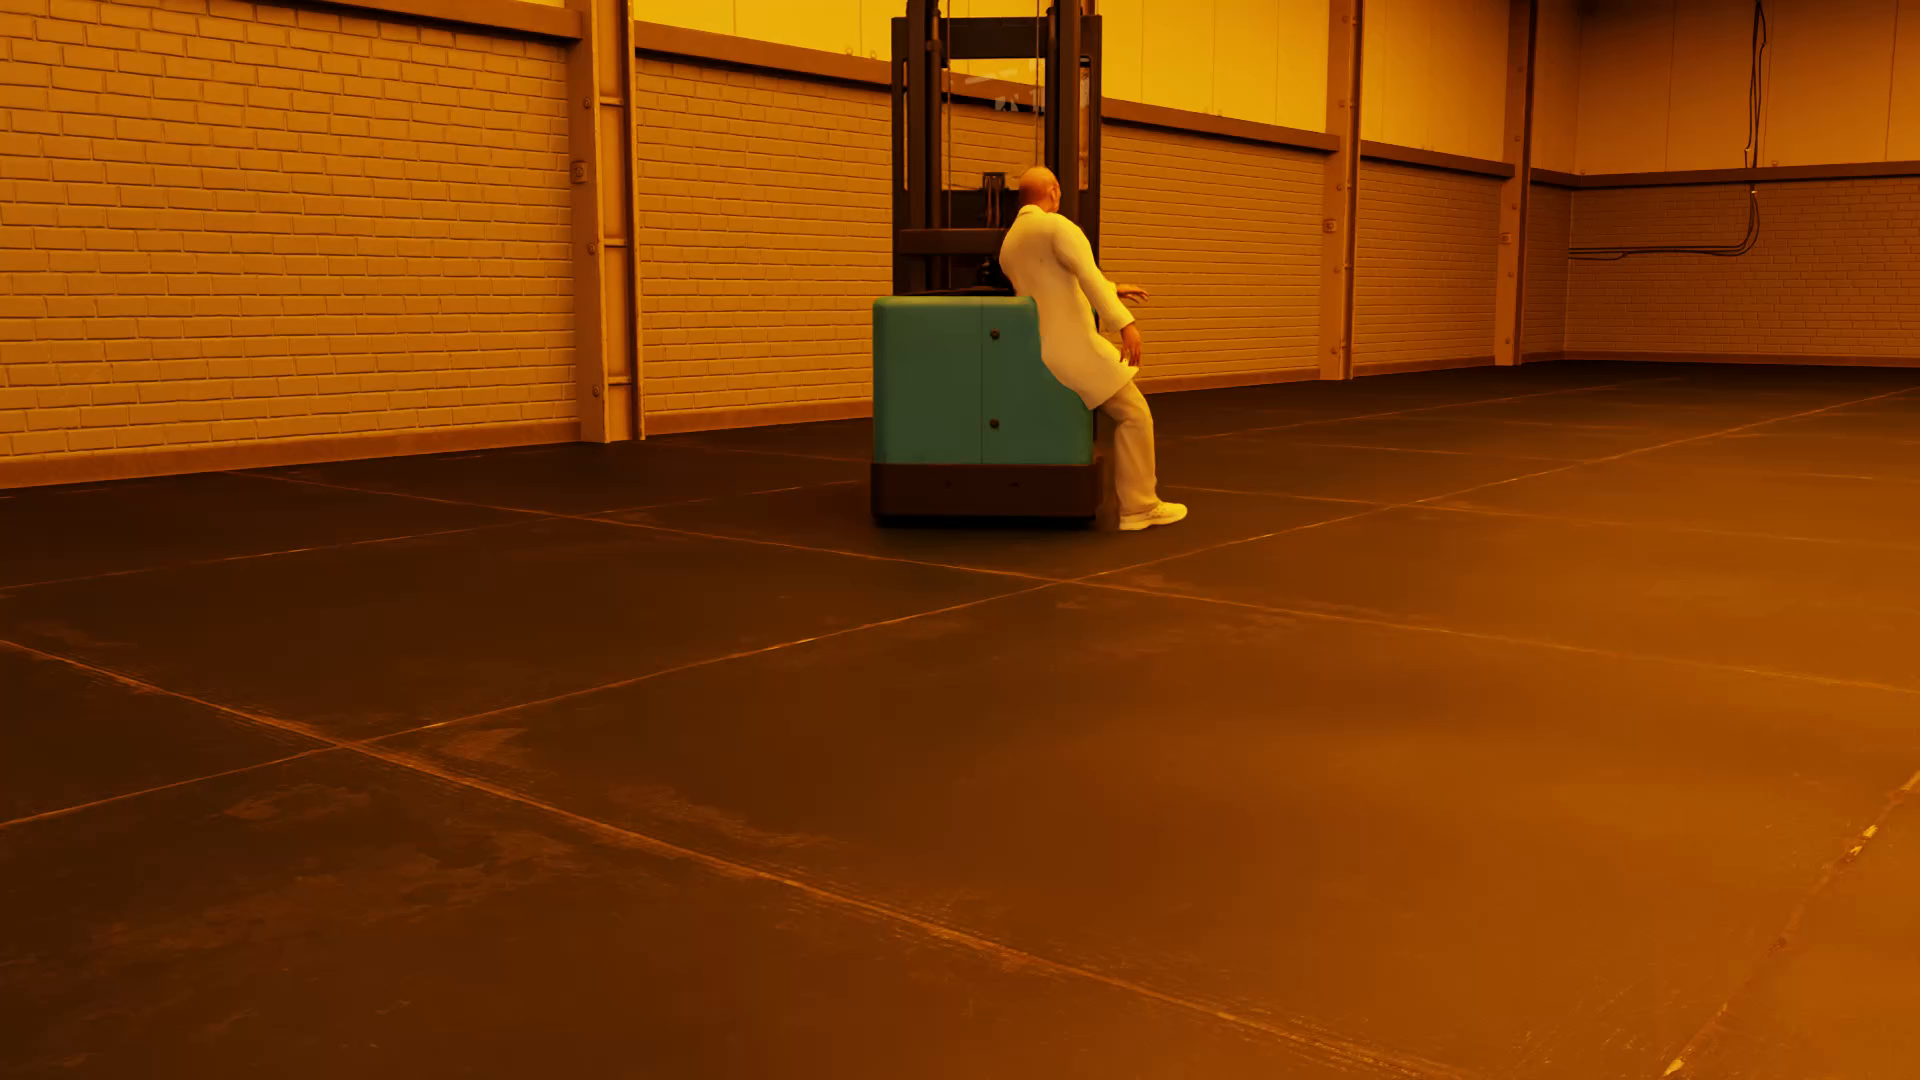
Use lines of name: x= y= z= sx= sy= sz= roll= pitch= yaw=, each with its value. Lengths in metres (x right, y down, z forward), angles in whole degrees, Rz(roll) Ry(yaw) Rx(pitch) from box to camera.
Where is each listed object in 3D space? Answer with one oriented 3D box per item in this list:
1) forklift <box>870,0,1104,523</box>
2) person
forklift: x=0.207 y=-1.707 z=8.950 sx=1.130 sy=2.935 sz=3.031 roll=1 pitch=8 yaw=4
person: x=0.547 y=-0.892 z=7.765 sx=0.928 sy=1.662 sz=0.910 roll=-7 pitch=11 yaw=-40
